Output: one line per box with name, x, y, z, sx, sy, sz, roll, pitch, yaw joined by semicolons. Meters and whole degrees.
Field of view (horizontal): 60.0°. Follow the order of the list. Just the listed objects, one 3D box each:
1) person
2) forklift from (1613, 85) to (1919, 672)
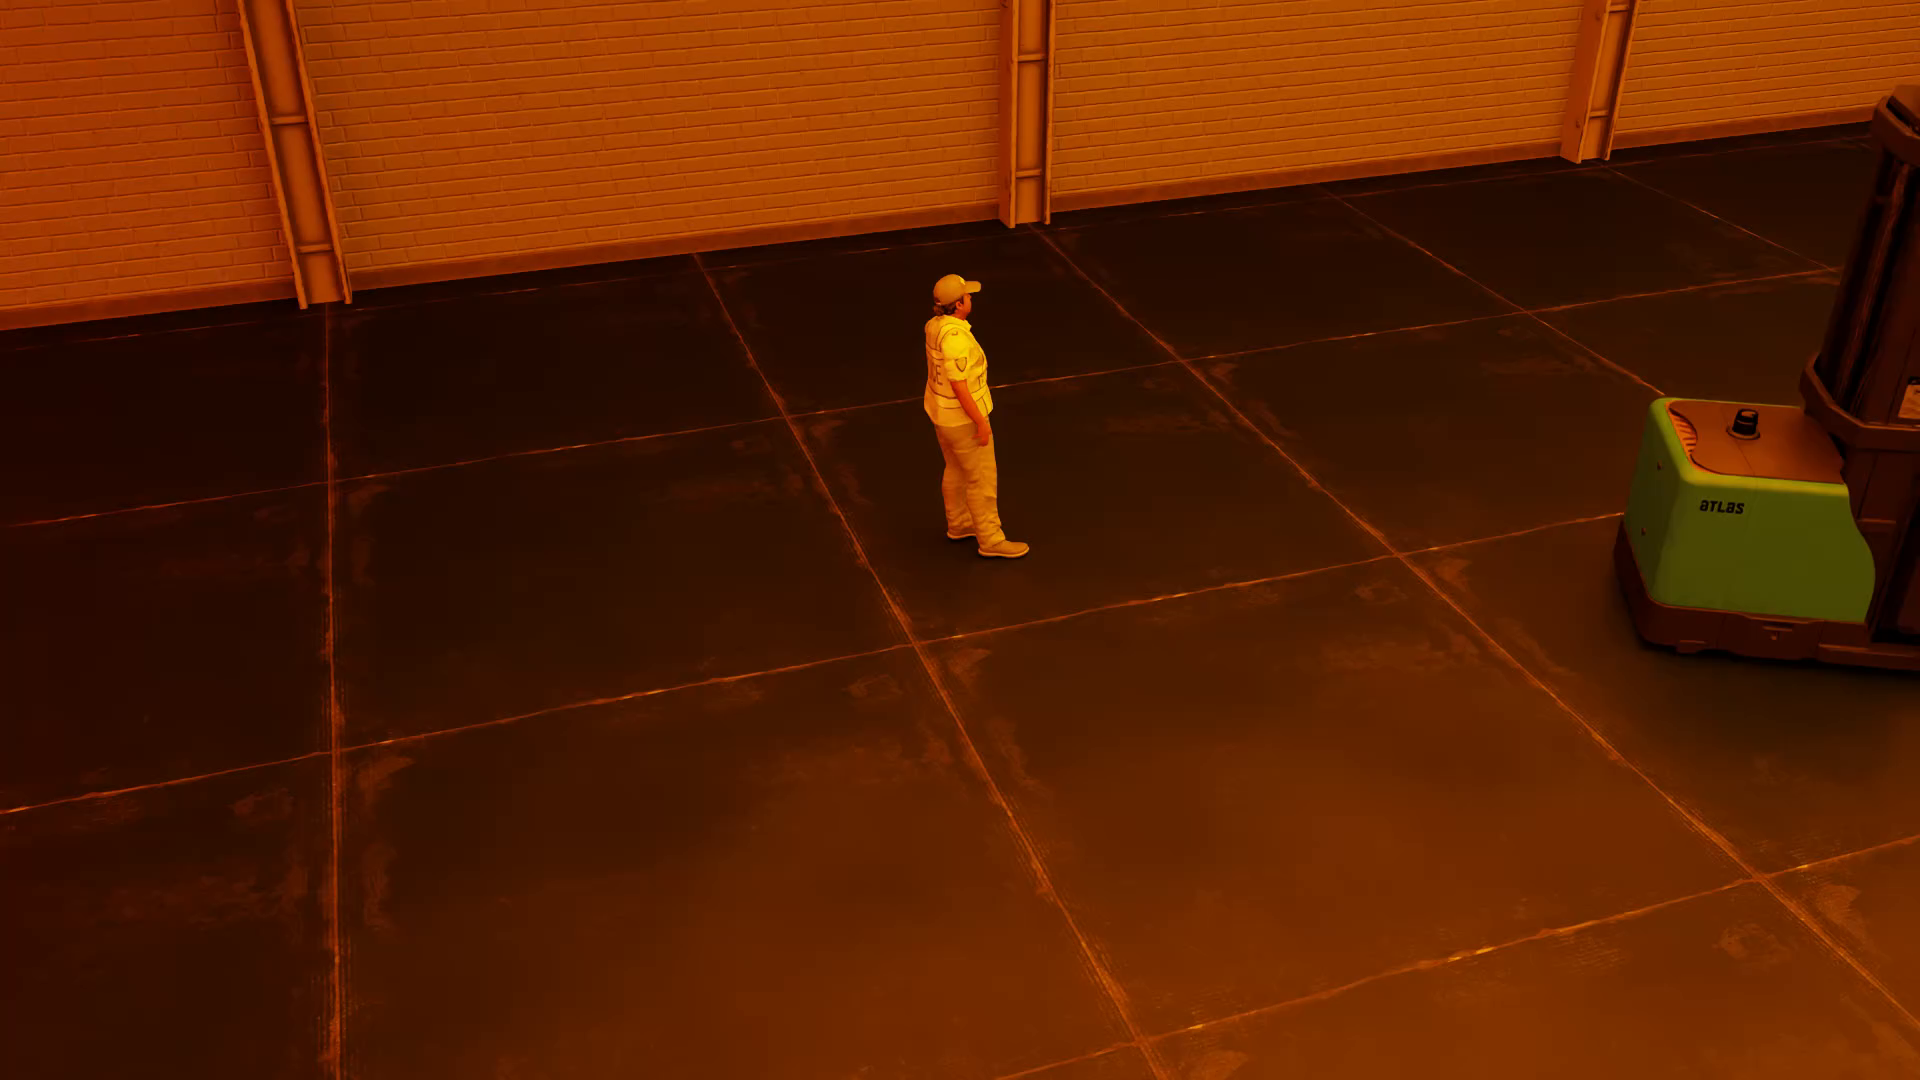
person;0.080;-0.730;9.609;0.529;1.670;0.598;-10;31;-16
forklift;5.239;-0.780;8.443;3.031;2.935;1.130;5;30;9
